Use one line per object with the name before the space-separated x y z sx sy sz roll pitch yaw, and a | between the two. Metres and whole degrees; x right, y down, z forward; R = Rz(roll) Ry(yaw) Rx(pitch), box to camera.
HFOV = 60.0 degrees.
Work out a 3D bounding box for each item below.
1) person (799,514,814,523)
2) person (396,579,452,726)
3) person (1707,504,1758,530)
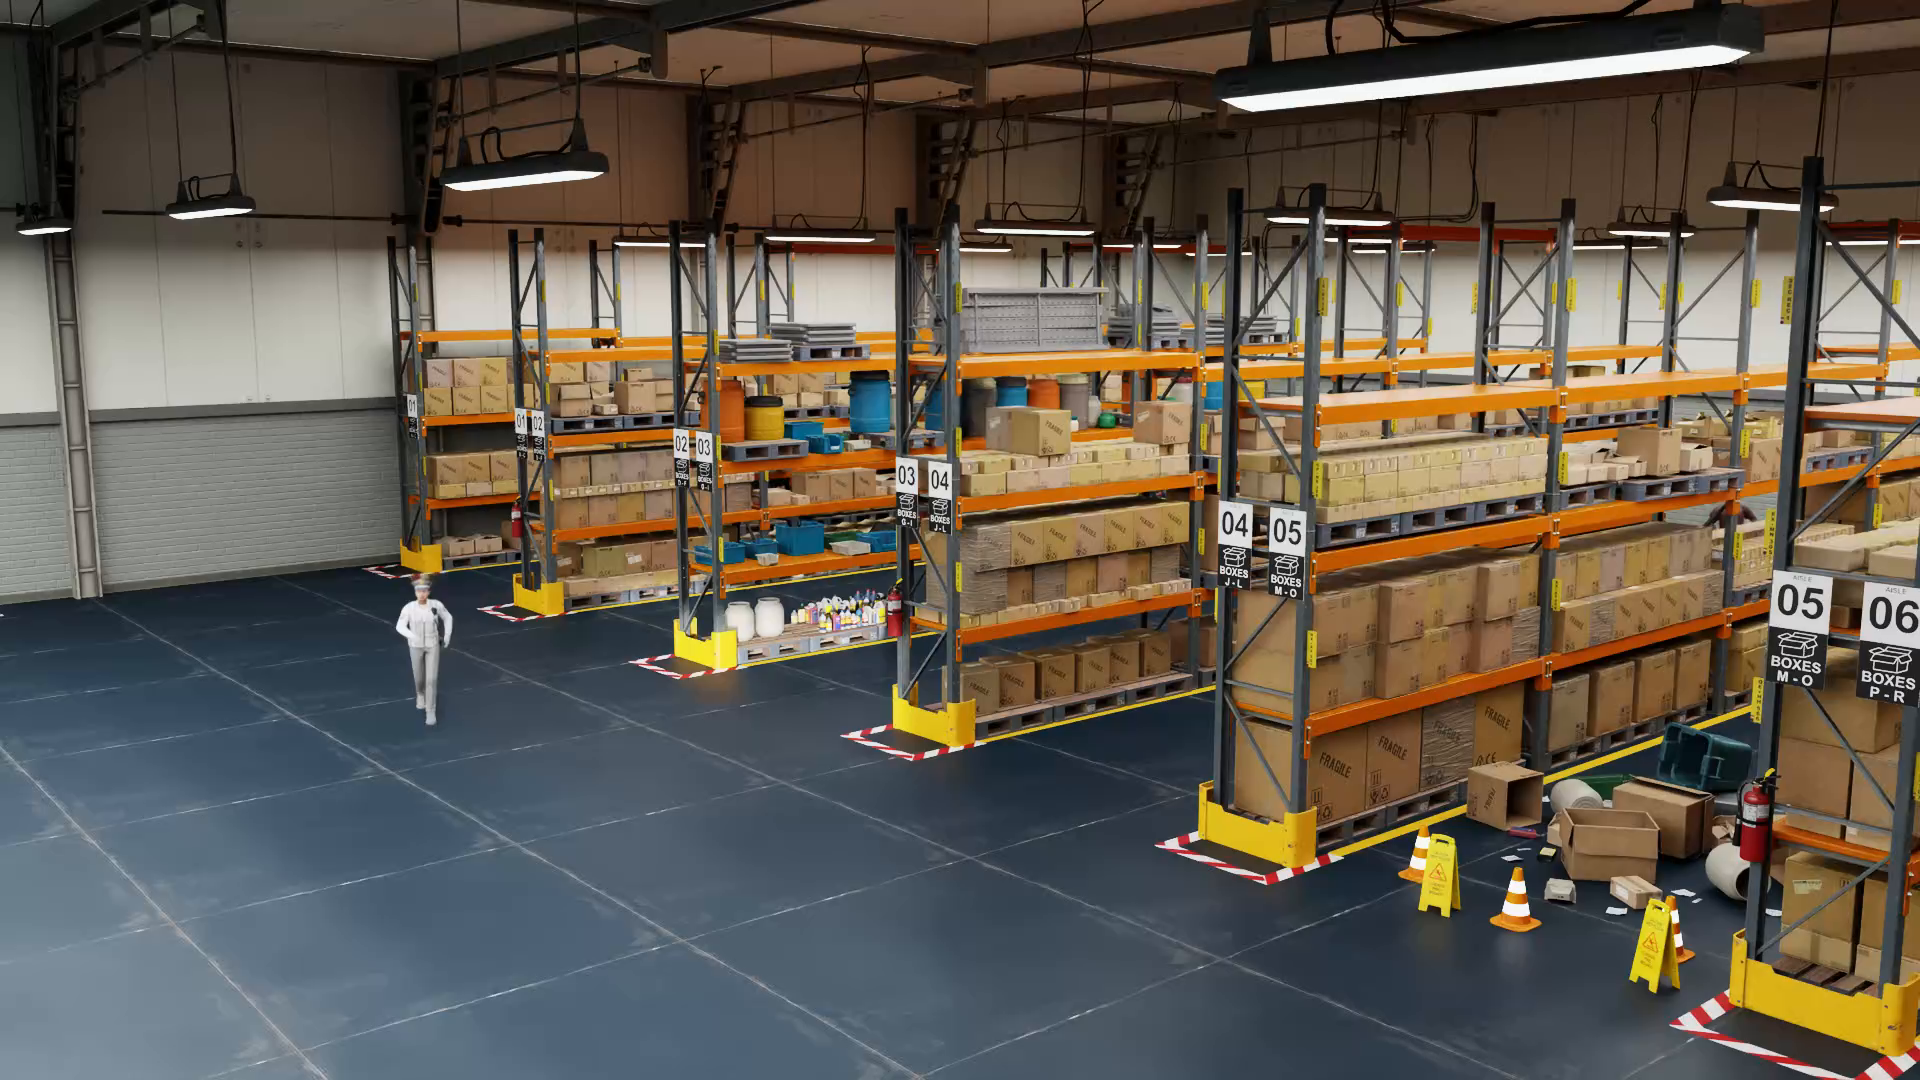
person | -2.908 -0.481 31.564 0.537 1.582 0.878 8 12 42
person | -6.390 1.291 19.886 0.638 1.715 0.818 -3 9 -16
person | 12.974 0.045 27.933 0.792 1.745 0.537 2 9 14
